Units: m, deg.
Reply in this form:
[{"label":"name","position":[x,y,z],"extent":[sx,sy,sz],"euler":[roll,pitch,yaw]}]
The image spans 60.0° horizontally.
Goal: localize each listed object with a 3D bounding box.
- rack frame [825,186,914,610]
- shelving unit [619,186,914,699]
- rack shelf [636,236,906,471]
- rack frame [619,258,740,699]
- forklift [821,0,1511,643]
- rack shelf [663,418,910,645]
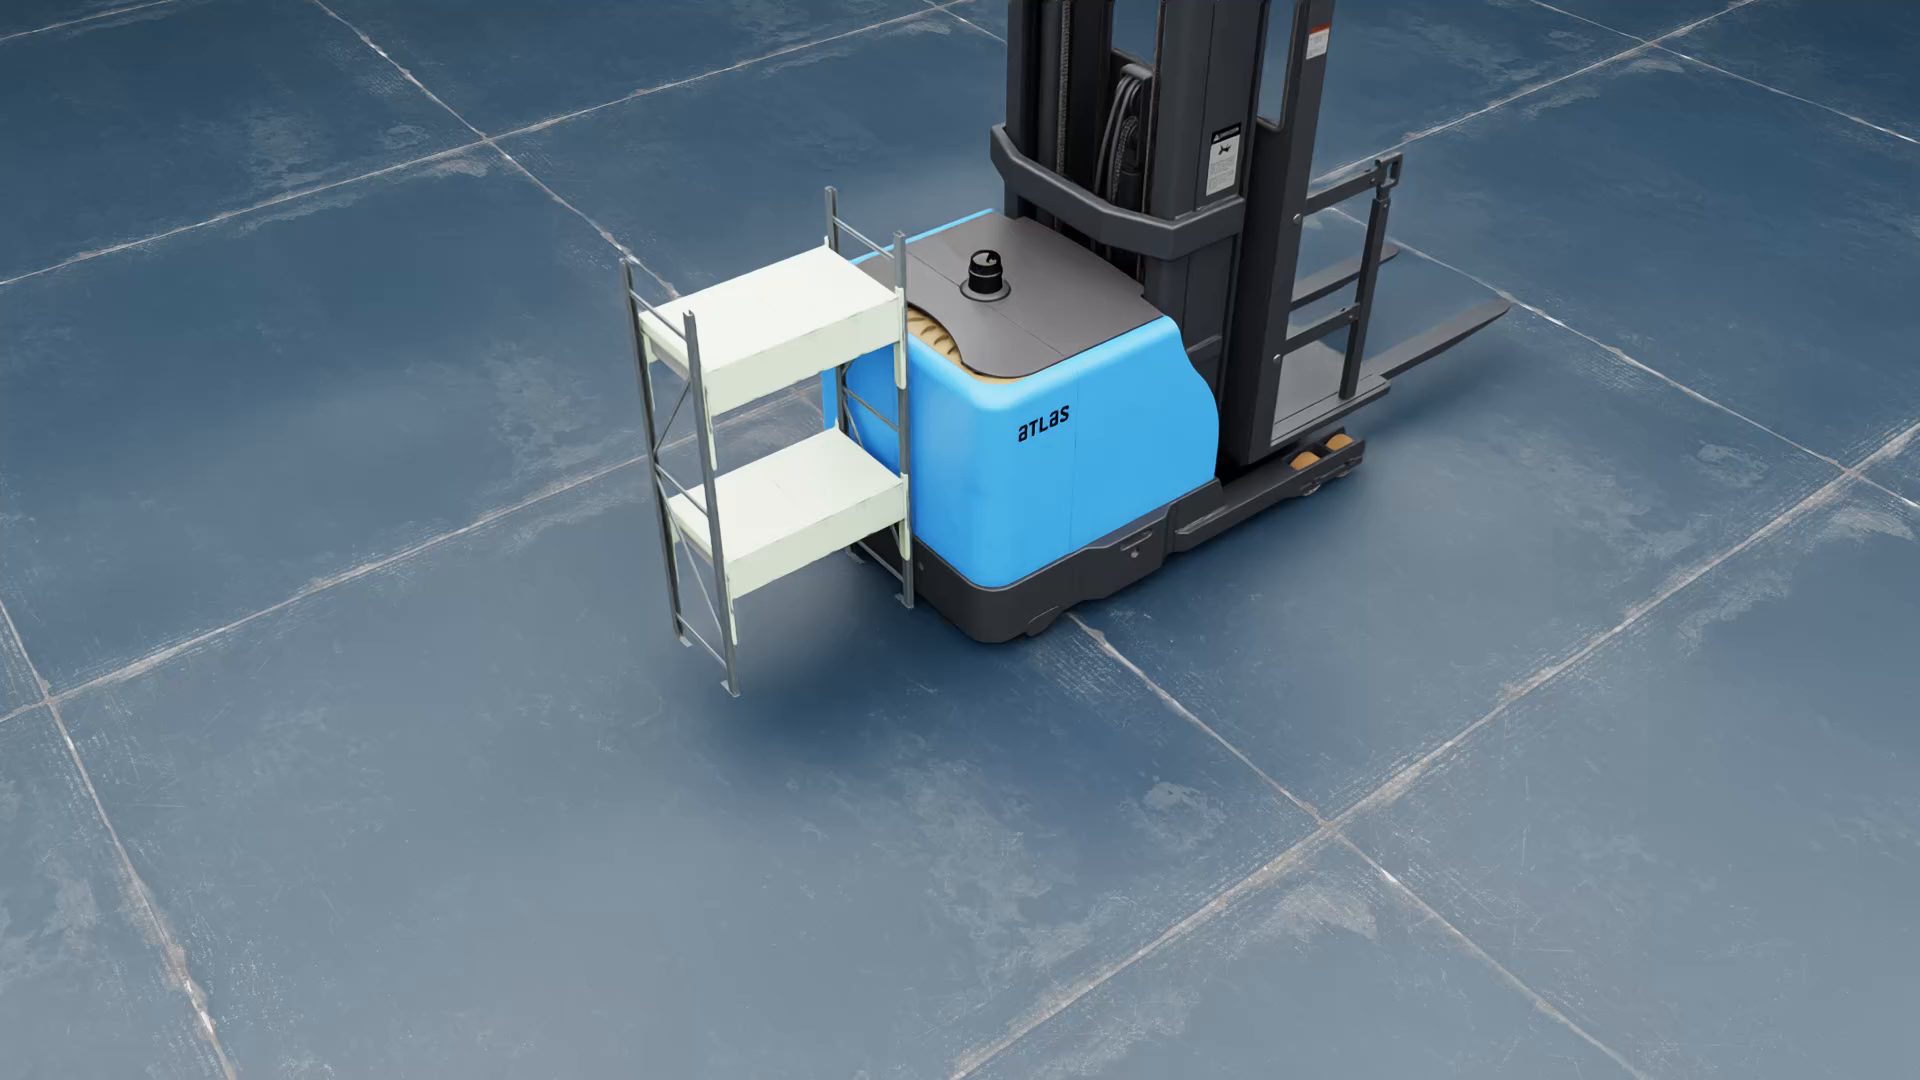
[{"label":"rack frame","position":[-0.295,-0.434,5.597],"extent":[0.023,1.500,0.400],"euler":[-26,46,-28]},{"label":"shelving unit","position":[-0.584,-0.291,5.423],"extent":[0.755,1.500,0.431],"euler":[-26,46,-28]},{"label":"rack shelf","position":[-0.584,-0.593,5.175],"extent":[0.720,0.370,0.431],"euler":[-26,46,-28]},{"label":"rack frame","position":[-0.873,-0.149,5.249],"extent":[0.023,1.500,0.400],"euler":[-26,46,-28]},{"label":"forklift","position":[0.965,-1.547,5.825],"extent":[3.031,2.935,1.130],"euler":[-26,46,-28]},{"label":"rack shelf","position":[-0.584,-0.039,5.630],"extent":[0.720,0.370,0.431],"euler":[-26,46,-28]}]
